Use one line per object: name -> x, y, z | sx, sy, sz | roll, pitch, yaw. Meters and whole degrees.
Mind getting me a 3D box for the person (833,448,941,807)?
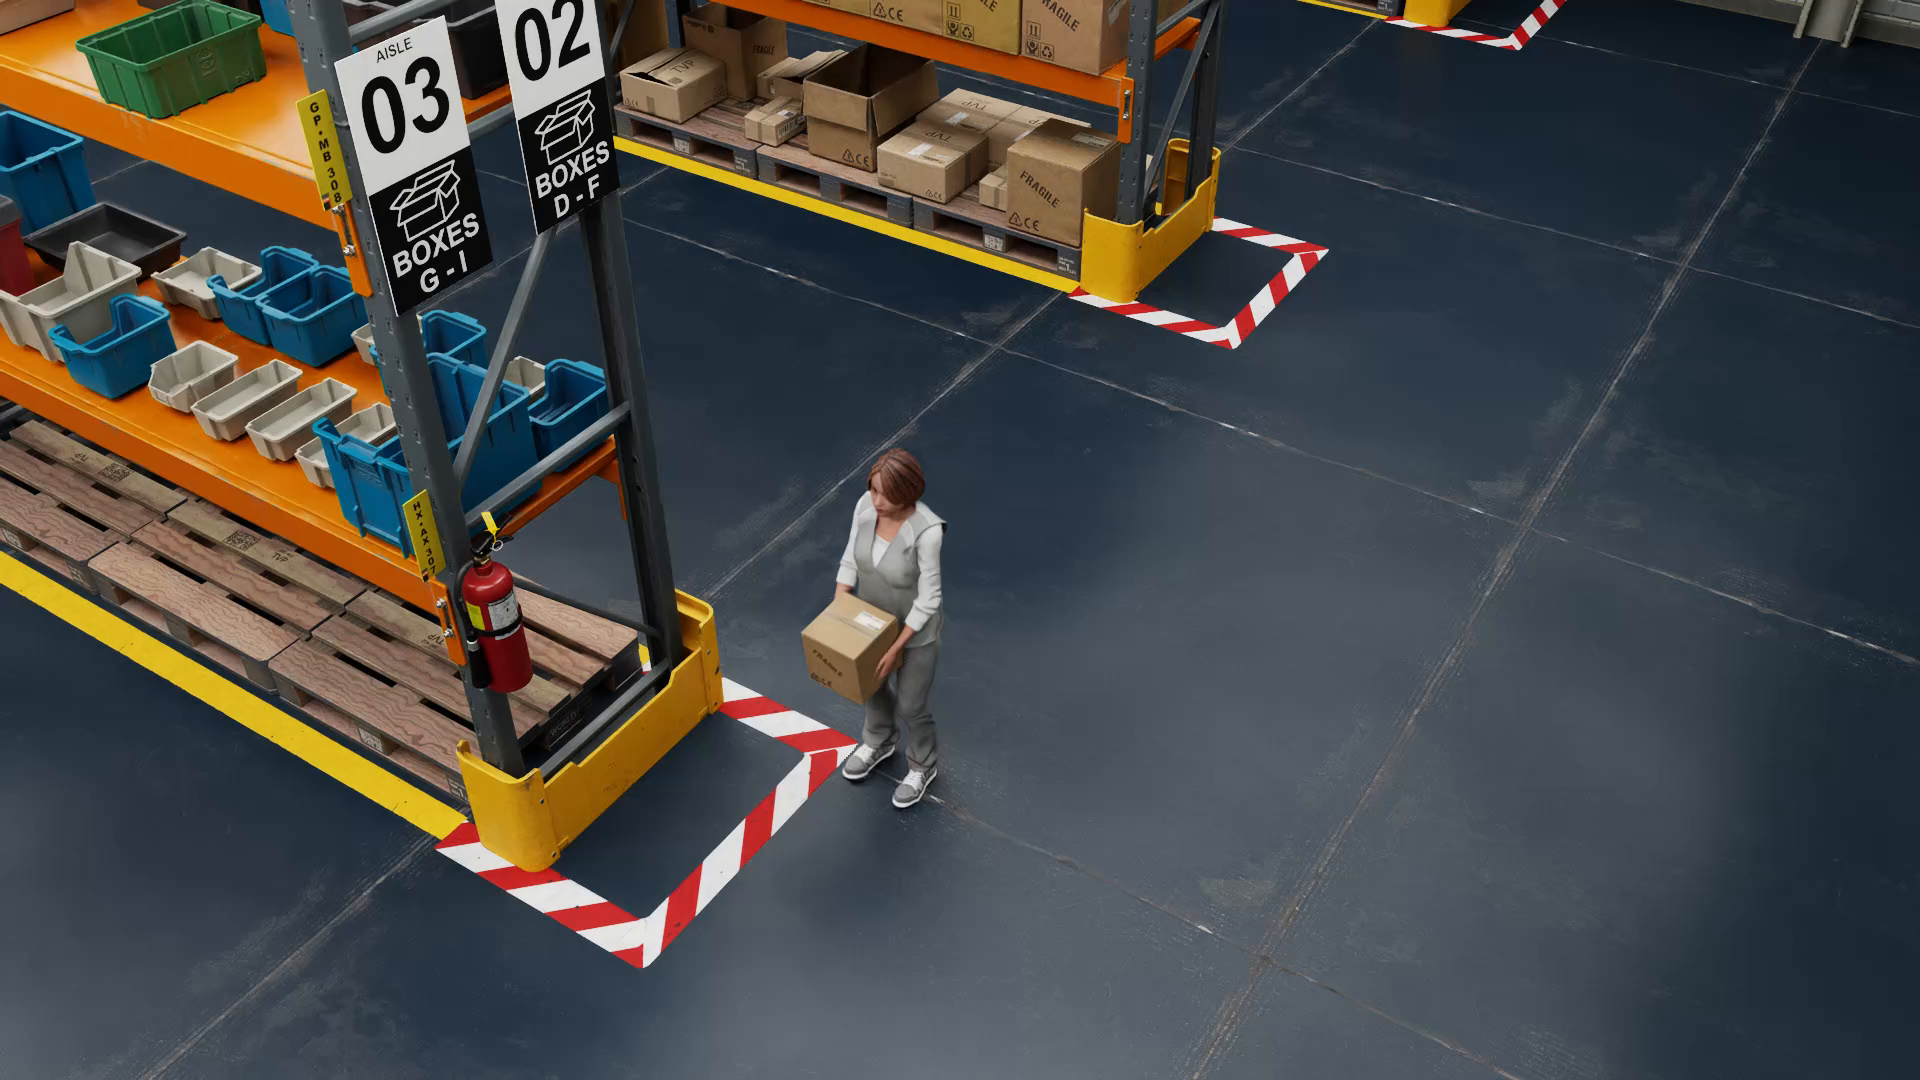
person -> -0.287, 0.362, 6.232 | 0.414, 1.603, 0.423 | 25, 45, 27
